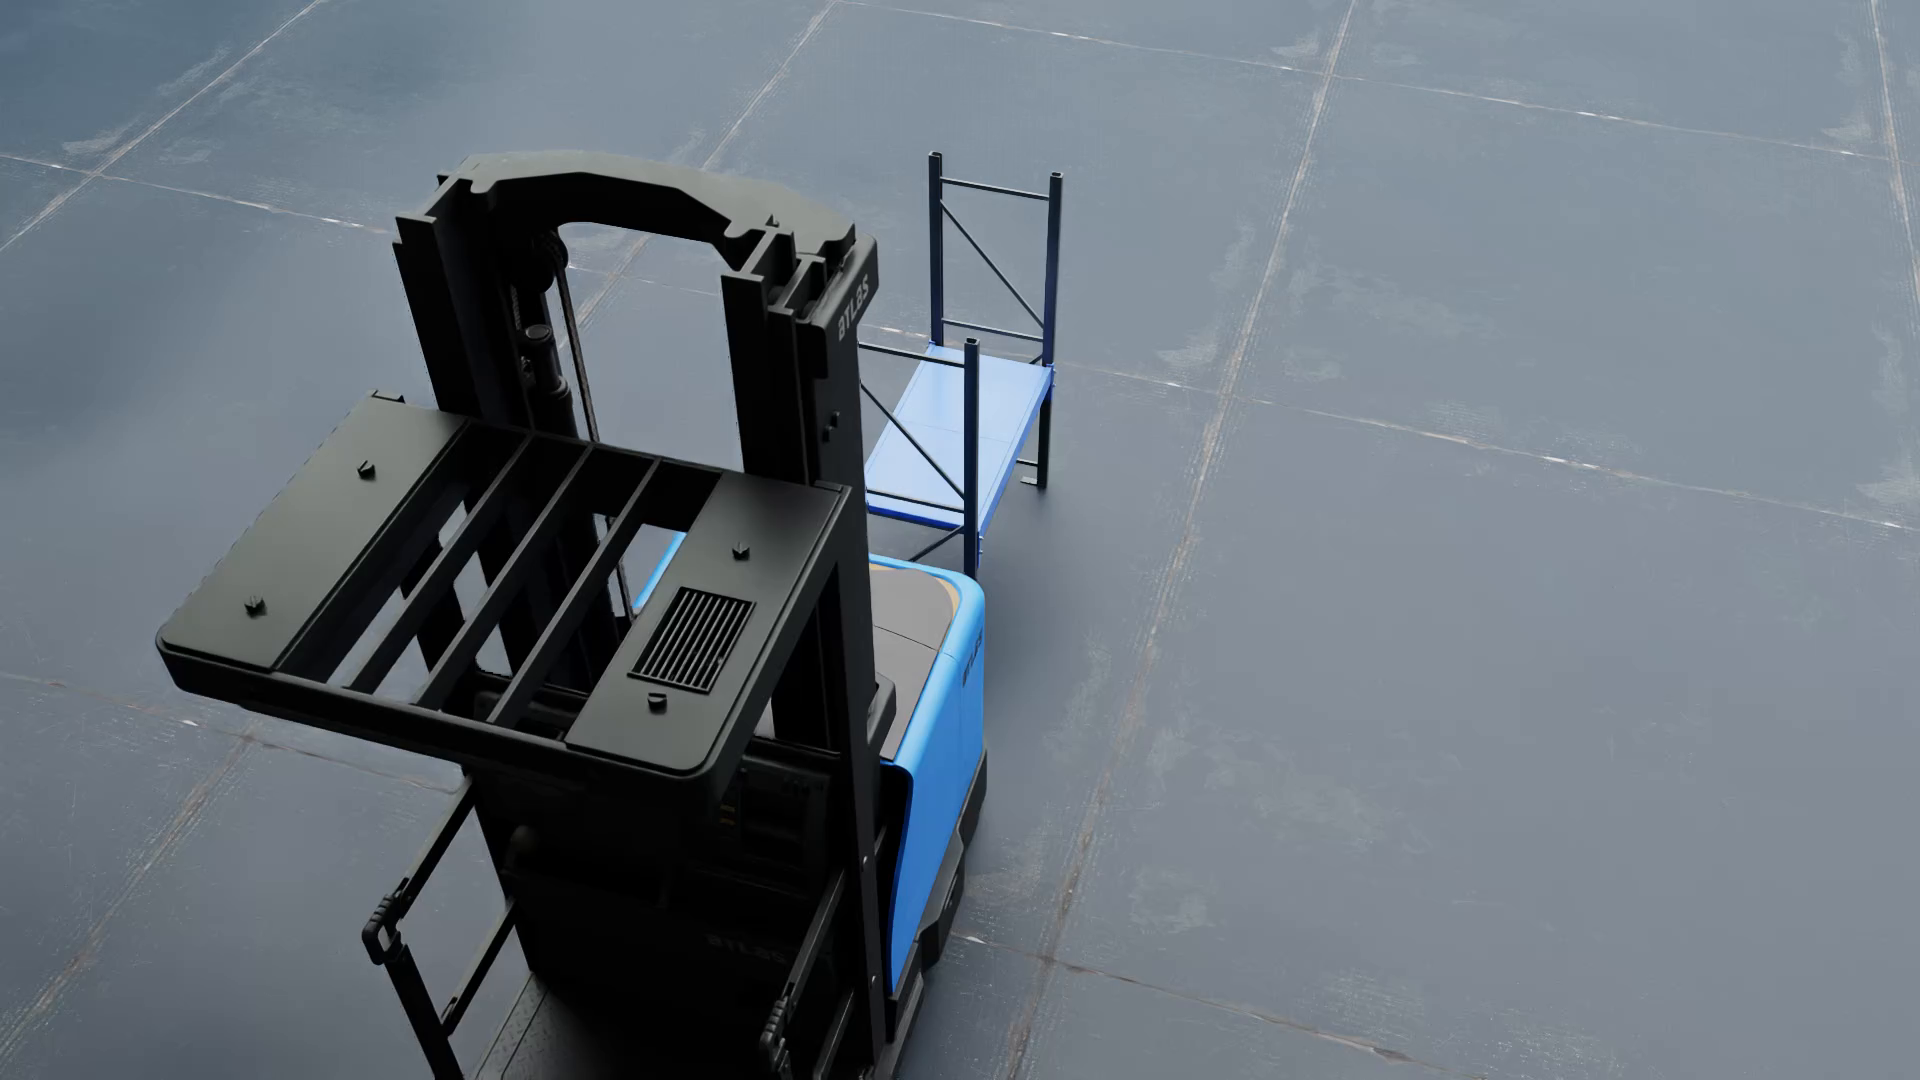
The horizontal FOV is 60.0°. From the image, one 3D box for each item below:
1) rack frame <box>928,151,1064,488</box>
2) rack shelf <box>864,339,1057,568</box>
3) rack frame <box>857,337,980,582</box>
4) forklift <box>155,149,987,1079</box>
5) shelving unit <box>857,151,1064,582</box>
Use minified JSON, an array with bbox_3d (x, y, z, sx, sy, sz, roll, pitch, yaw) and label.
[{"bbox_3d":[0.128,-0.818,6.514,0.500,1.500,0.032,13,46,12],"label":"rack frame"},{"bbox_3d":[-0.026,-0.351,6.293,0.538,0.185,1.000,13,46,12],"label":"rack shelf"},{"bbox_3d":[-0.180,-0.140,5.821,0.500,1.500,0.032,13,46,12],"label":"rack frame"},{"bbox_3d":[-0.819,0.725,3.913,1.130,2.935,3.031,12,46,12],"label":"forklift"},{"bbox_3d":[-0.026,-0.479,6.167,0.538,1.500,1.048,13,46,12],"label":"shelving unit"}]
